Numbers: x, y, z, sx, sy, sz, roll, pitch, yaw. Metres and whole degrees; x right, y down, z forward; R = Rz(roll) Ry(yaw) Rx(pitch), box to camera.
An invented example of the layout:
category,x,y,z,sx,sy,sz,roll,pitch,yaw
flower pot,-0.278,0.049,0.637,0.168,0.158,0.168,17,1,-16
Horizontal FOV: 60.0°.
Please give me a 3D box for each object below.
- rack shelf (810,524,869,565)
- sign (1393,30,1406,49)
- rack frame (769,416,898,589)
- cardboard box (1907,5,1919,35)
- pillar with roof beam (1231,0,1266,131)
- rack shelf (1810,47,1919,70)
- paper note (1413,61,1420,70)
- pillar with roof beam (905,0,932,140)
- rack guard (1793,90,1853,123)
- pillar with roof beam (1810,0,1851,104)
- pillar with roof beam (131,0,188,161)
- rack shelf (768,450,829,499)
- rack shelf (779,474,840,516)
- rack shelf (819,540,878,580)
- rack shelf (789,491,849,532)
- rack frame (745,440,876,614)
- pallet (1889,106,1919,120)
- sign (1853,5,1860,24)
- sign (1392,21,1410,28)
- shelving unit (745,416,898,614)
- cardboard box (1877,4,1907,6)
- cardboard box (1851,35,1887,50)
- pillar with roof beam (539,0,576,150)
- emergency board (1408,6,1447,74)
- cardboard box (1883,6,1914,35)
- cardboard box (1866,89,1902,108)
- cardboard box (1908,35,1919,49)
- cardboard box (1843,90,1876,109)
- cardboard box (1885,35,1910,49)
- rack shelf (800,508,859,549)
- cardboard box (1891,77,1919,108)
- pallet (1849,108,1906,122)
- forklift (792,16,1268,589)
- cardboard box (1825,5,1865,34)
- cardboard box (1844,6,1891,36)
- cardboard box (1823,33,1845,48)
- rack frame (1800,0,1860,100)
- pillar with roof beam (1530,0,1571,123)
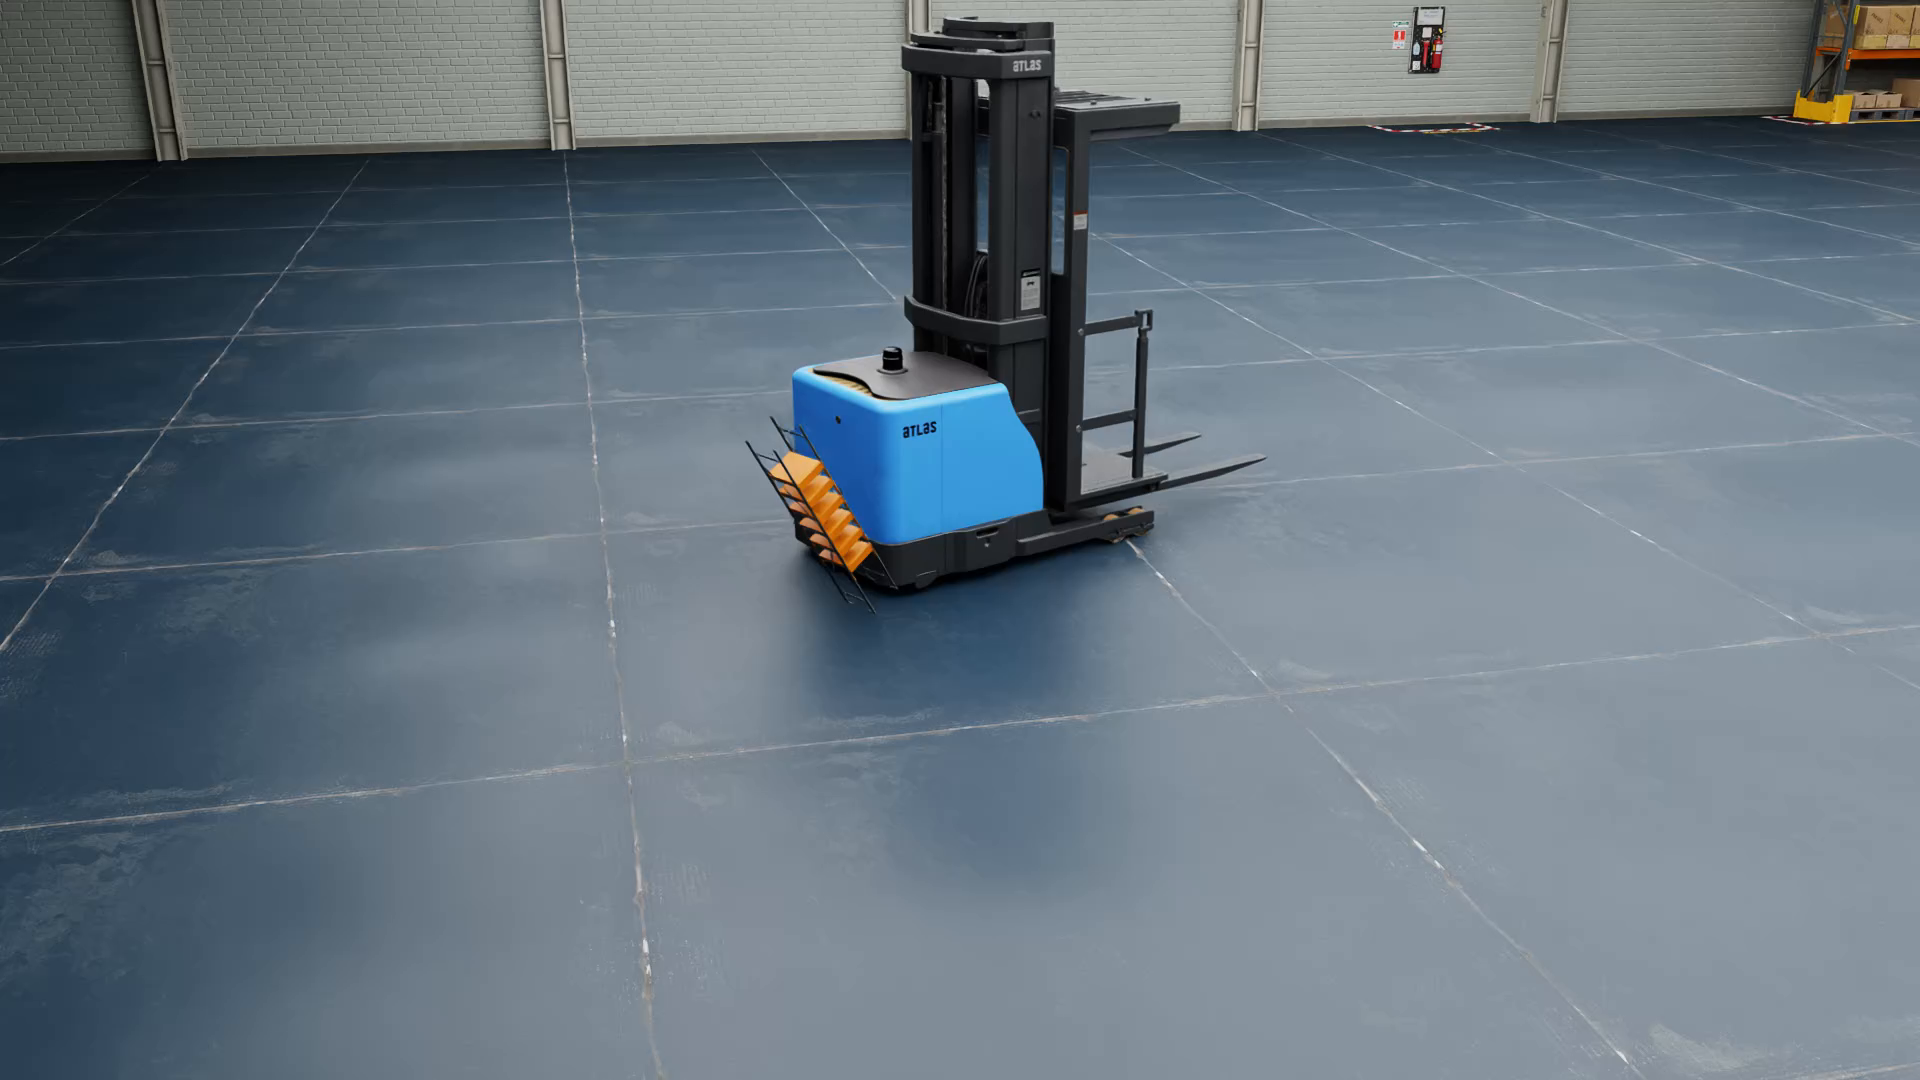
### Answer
category,x,y,z,sx,sy,sz,roll,pitch,yaw
rack shelf,-0.631,-0.001,8.588,0.258,0.103,0.180,19,59,42
sign,8.001,-9.118,30.292,0.234,0.329,0.001,-5,21,-12
rack frame,-0.636,-0.176,8.519,0.240,1.200,0.006,19,59,42
cardboard box,17.854,-9.726,31.103,0.500,0.500,0.500,-5,21,-14
pillar with roof beam,6.128,-10.194,24.560,0.400,9.000,9.100,-5,21,-12
rack shelf,18.279,-9.243,31.733,4.000,0.370,1.077,-5,21,-12
paper note,8.374,-8.706,30.500,0.142,0.148,0.016,-5,21,-12
pillar with roof beam,0.289,-9.719,23.264,0.400,9.000,9.100,-5,21,-12
rack guard,16.407,-8.255,31.624,0.348,0.500,1.175,-5,21,-12
pillar with roof beam,17.806,-11.144,27.153,0.400,9.000,9.100,-5,21,-12
pillar with roof beam,-11.389,-8.769,20.671,0.400,9.000,9.100,-5,21,-12
rack shelf,-0.808,-0.328,8.284,0.258,0.103,0.180,19,59,42
rack shelf,-0.764,-0.246,8.360,0.258,0.103,0.180,19,59,42
rack shelf,-0.587,0.080,8.664,0.258,0.103,0.180,19,59,42
rack shelf,-0.720,-0.164,8.436,0.258,0.103,0.180,19,59,42
rack frame,-0.748,-0.050,8.448,0.240,1.200,0.006,19,59,42
pallet,18.391,-8.267,32.077,1.213,0.211,1.003,-5,21,-12
sign,16.458,-9.648,30.533,0.005,0.325,0.100,-5,21,-12
sign,8.007,-9.364,30.194,0.331,0.109,0.001,-5,21,-12
shelving unit,-0.692,-0.113,8.483,0.258,1.200,0.189,19,59,42
cardboard box,17.737,-9.901,31.582,0.500,0.500,0.500,-5,21,-14
cardboard box,16.881,-9.294,31.015,0.500,0.250,0.500,-5,21,-14
pillar with roof beam,-5.550,-9.244,21.968,0.400,9.000,9.100,-5,21,-12
emergency board,8.562,-9.110,30.323,0.643,1.169,0.194,-5,21,-12
cardboard box,17.350,-9.687,30.997,0.500,0.500,0.500,-5,21,-12
cardboard box,17.582,-8.437,31.755,0.500,0.311,0.500,-3,20,-8
cardboard box,17.880,-9.378,31.245,0.500,0.250,0.500,-5,21,-13
cardboard box,17.027,-8.392,31.631,0.500,0.311,0.500,-7,21,-19
cardboard box,17.383,-9.340,31.140,0.500,0.250,0.500,-5,21,-14
rack shelf,-0.675,-0.083,8.512,0.258,0.103,0.180,19,59,42
cardboard box,18.307,-8.567,31.835,0.500,0.500,0.700,-6,21,-16
pallet,17.206,-8.172,31.817,1.213,0.211,1.003,-5,21,-12
forklift,0.541,-1.492,9.626,3.031,2.935,1.130,-14,24,-33
cardboard box,16.743,-9.822,31.367,0.500,0.500,0.500,-5,21,-13
cardboard box,16.867,-9.651,30.899,0.500,0.500,0.500,-5,21,-12
cardboard box,16.743,-9.464,31.478,0.500,0.250,0.500,-4,21,-12
rack frame,16.333,-9.423,31.177,0.127,3.000,1.000,-5,21,-12
pillar with roof beam,11.967,-10.669,25.857,0.400,9.000,9.100,-5,21,-12
